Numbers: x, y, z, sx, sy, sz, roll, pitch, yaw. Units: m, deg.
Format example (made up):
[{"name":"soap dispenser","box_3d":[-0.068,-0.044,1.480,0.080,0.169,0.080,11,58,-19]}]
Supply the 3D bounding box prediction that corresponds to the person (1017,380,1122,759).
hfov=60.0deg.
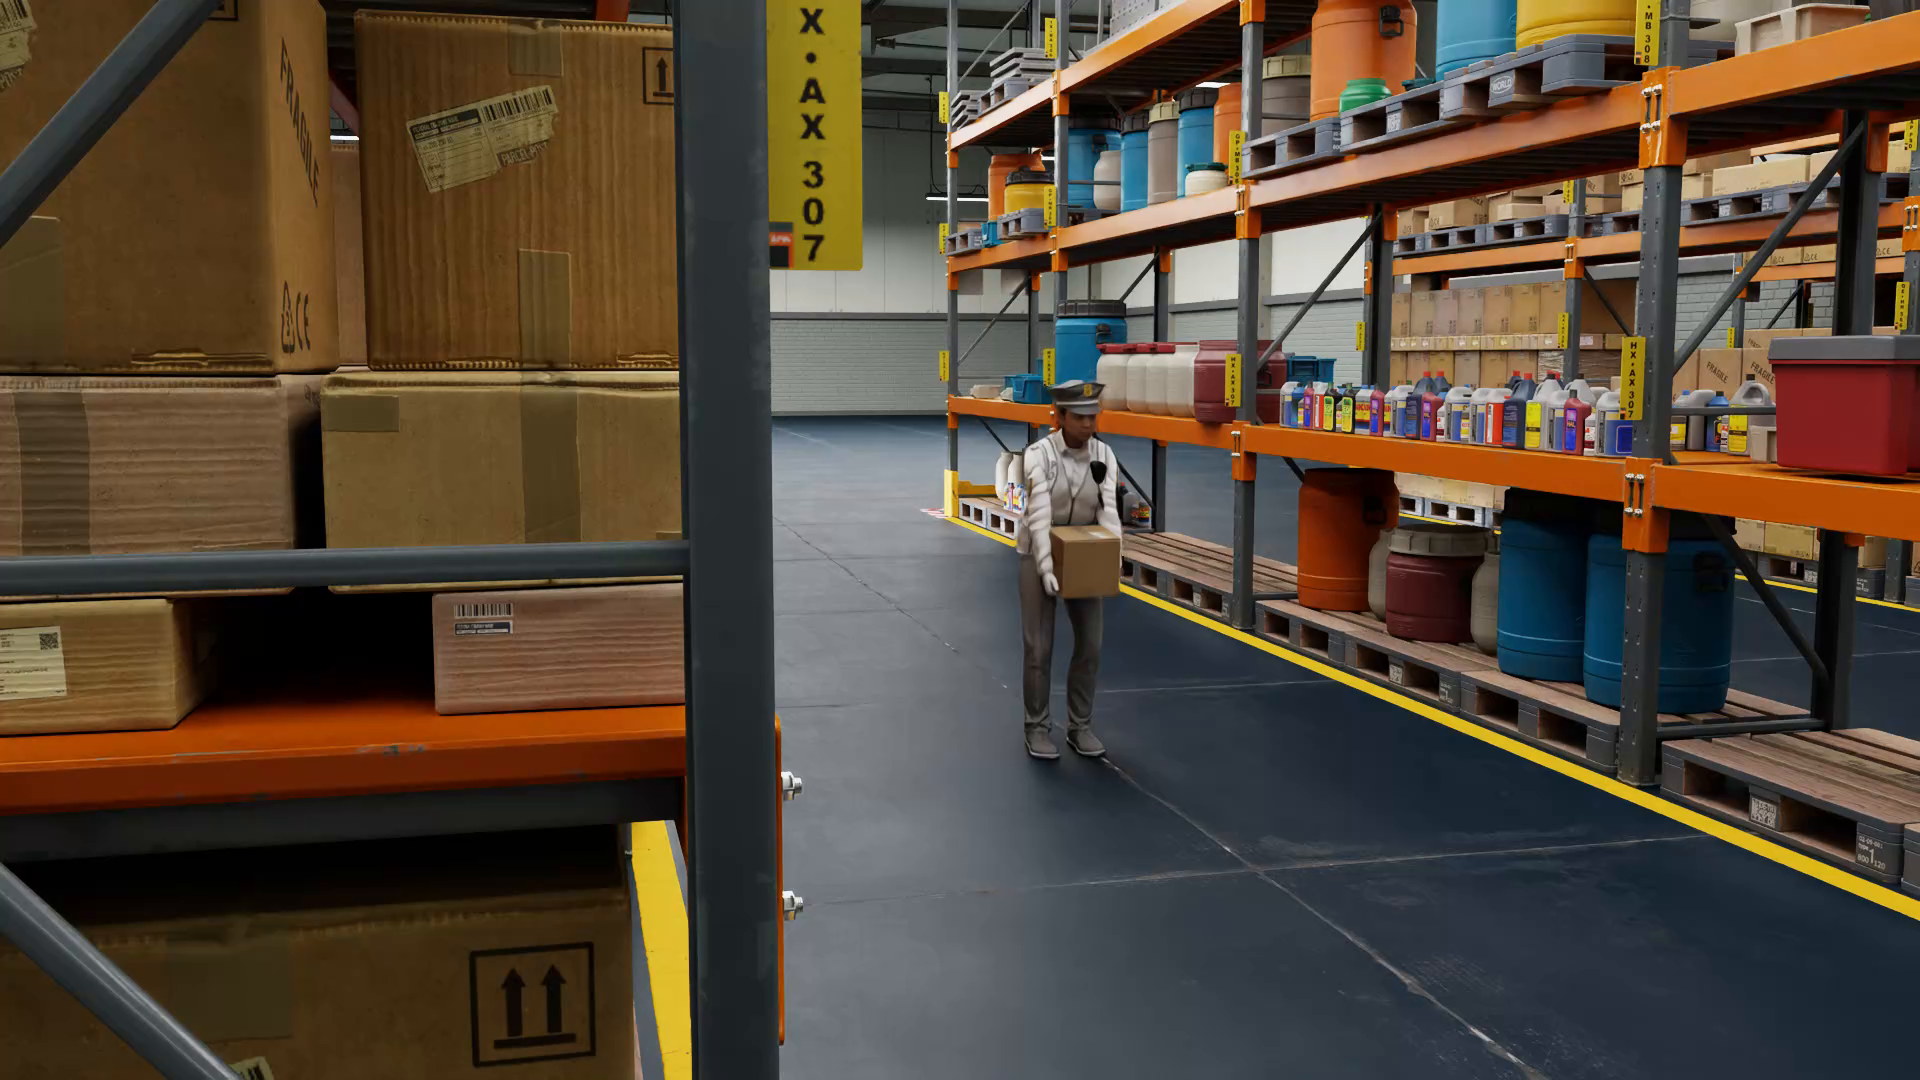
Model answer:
[{"name":"person","box_3d":[0.475,0.126,7.211,0.413,1.632,0.555,-2,6,-15]}]
